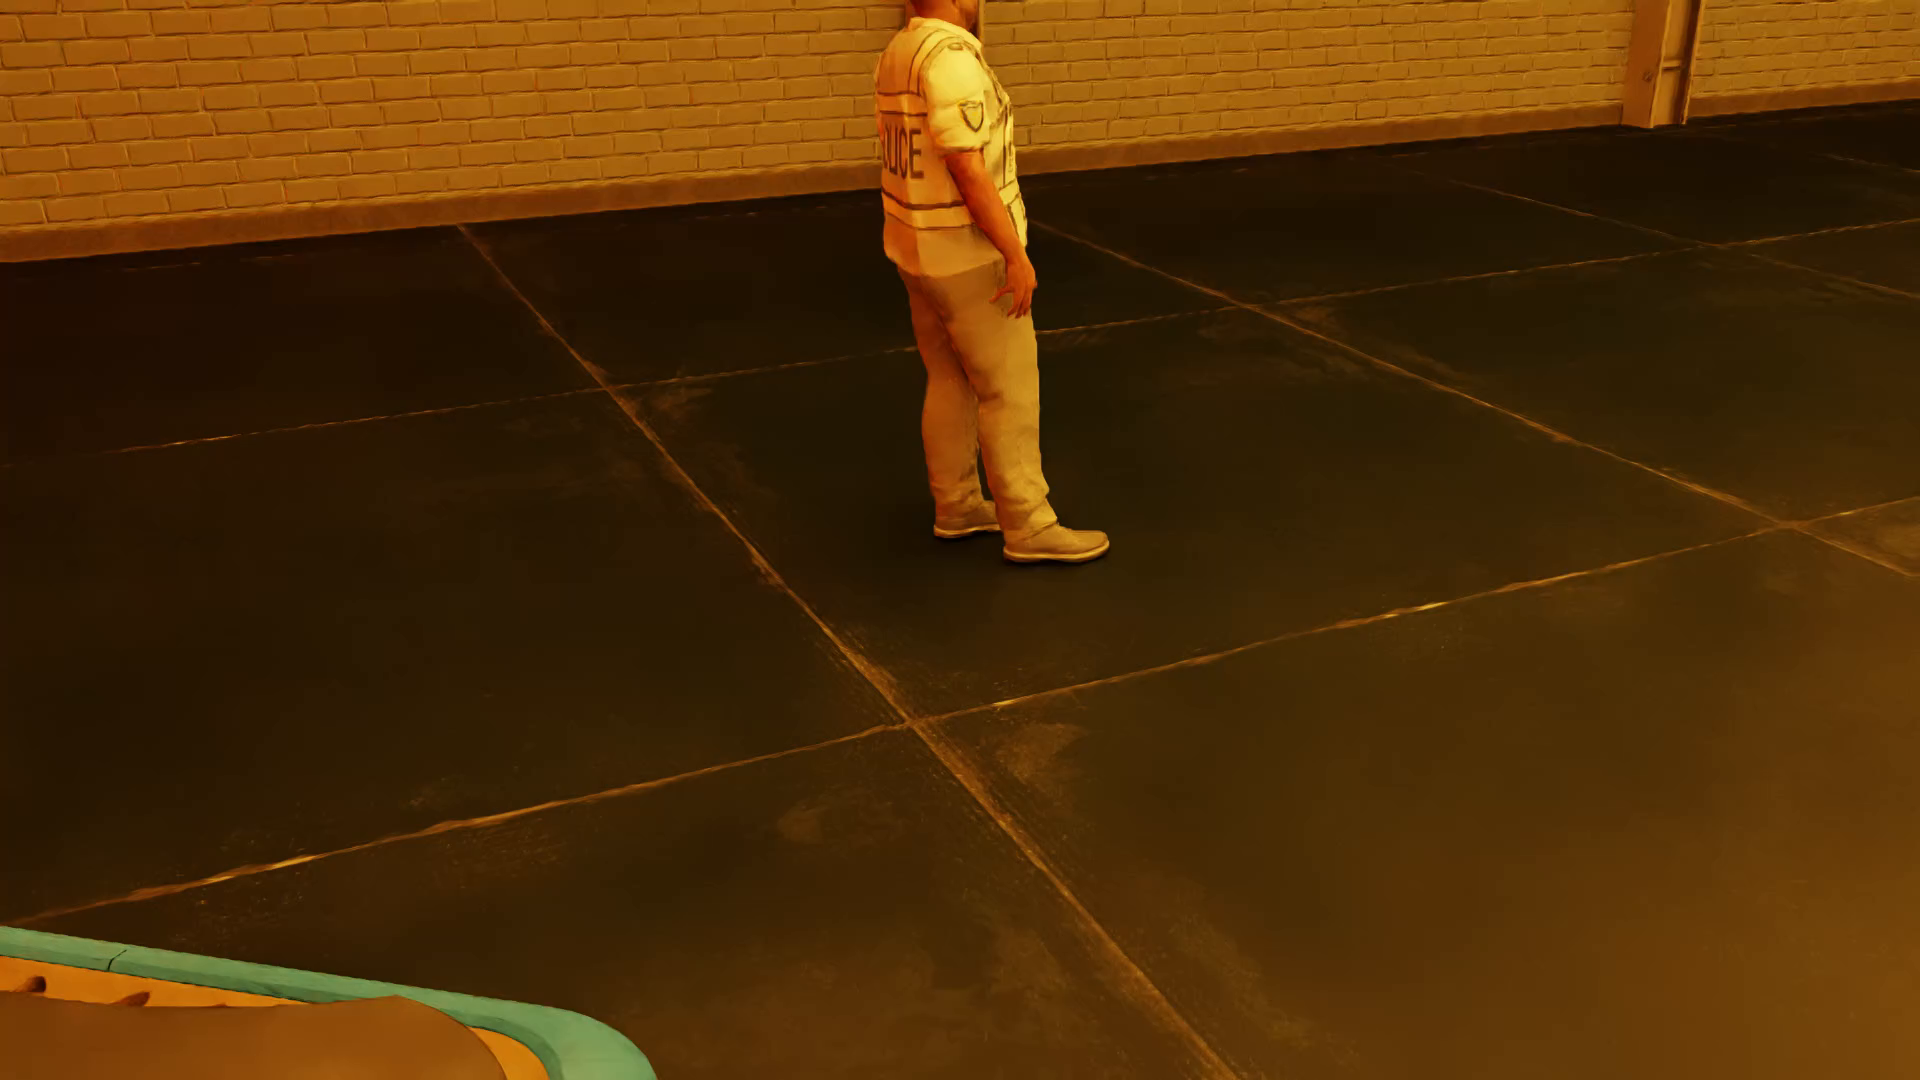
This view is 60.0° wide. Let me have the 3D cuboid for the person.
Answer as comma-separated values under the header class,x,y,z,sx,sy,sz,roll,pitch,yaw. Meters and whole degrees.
class,x,y,z,sx,sy,sz,roll,pitch,yaw
person,0.076,-0.839,4.782,0.574,1.781,0.640,-10,25,-23
